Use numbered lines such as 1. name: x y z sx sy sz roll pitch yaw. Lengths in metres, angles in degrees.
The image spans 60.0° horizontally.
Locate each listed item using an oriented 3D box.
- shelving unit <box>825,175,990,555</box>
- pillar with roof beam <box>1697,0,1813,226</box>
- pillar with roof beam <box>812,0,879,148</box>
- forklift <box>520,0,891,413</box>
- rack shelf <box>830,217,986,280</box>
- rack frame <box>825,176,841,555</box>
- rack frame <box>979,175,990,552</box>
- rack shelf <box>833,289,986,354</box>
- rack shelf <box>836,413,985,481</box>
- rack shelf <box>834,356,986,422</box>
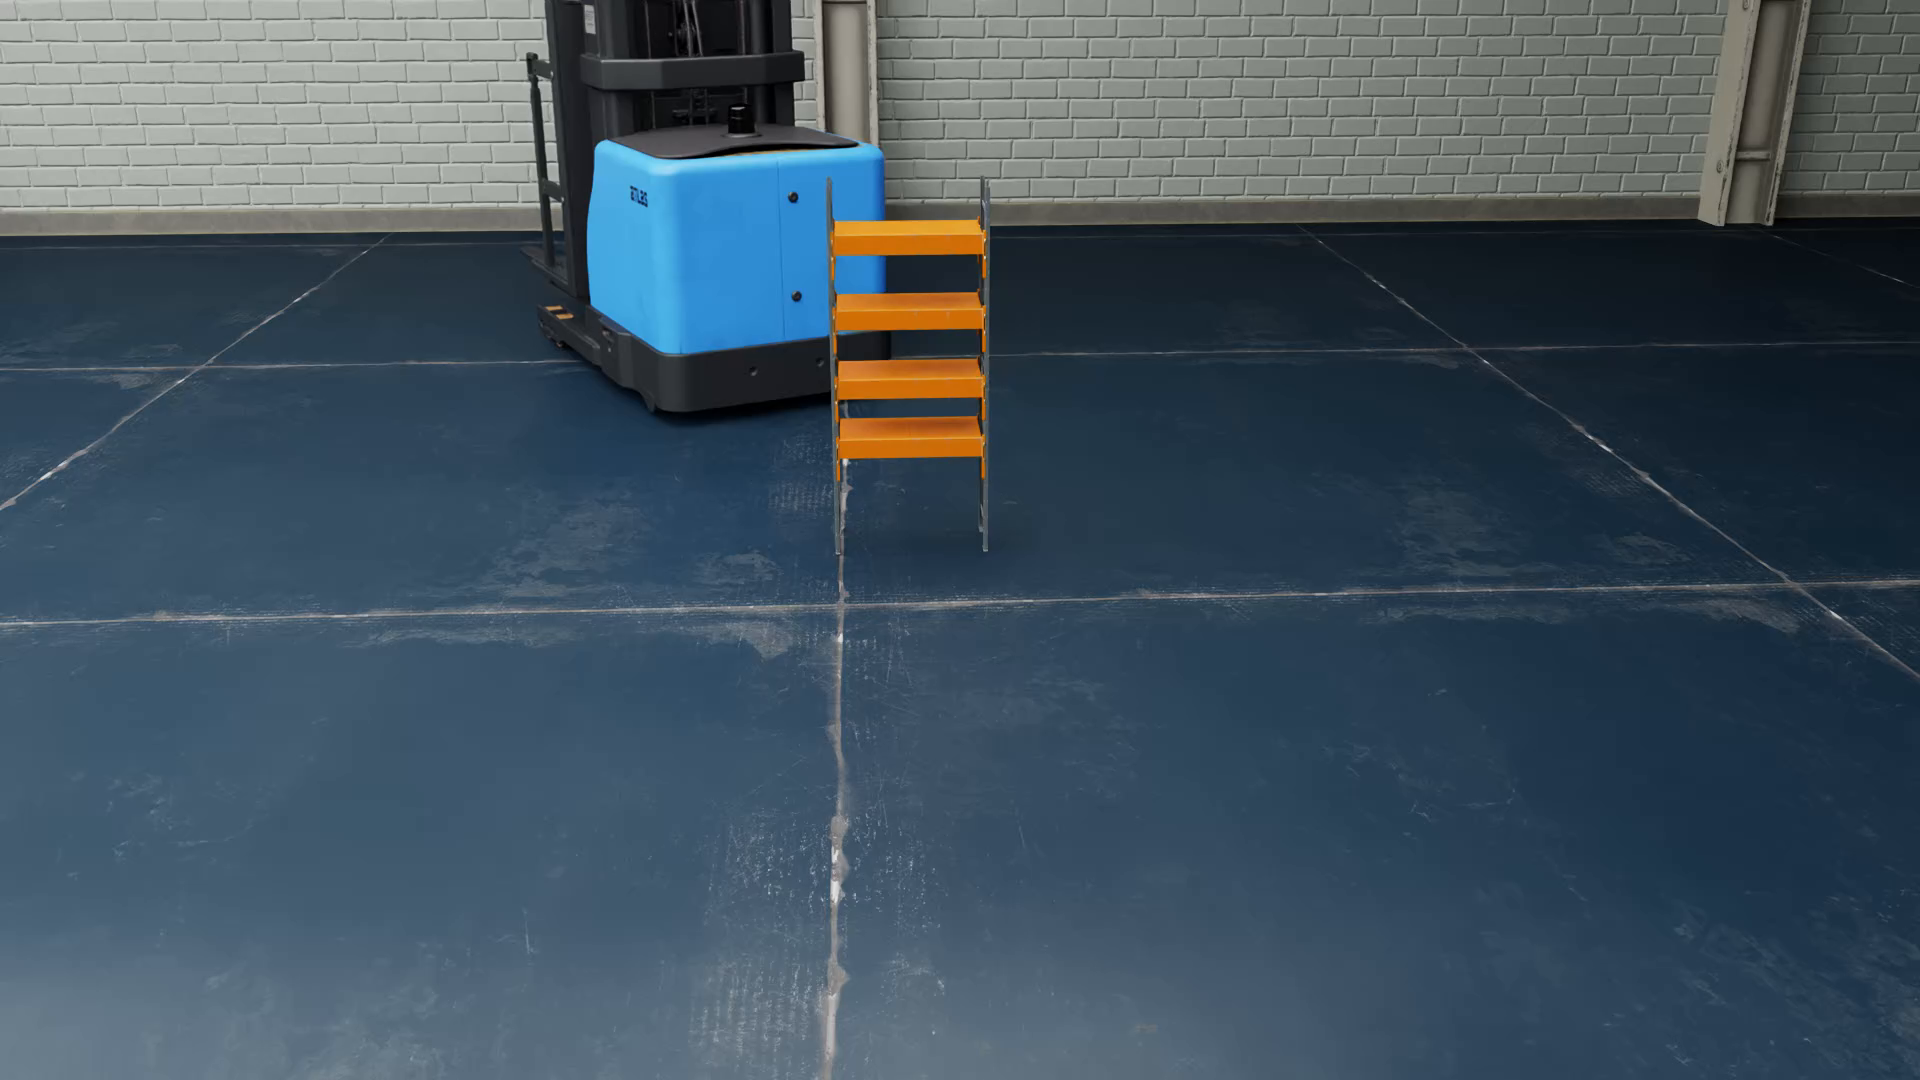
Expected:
1. shelving unit: -0.165 -0.557 5.399 0.503 1.200 0.258 -1 21 -3
2. pillar with roof beam: 5.511 -4.842 5.693 0.400 9.000 9.100 -1 21 -3
3. pillar with roof beam: -0.479 -4.721 5.372 0.400 9.000 9.100 -1 21 -3
4. forklift: -1.439 -2.372 7.733 1.130 2.935 3.031 -11 23 -26
5. rack shelf: -0.165 -0.925 5.259 0.480 0.148 0.258 -1 21 -3
6. rack frame: -0.409 -0.552 5.386 0.015 1.200 0.240 -1 21 -3
7. rack frame: 0.078 -0.562 5.412 0.015 1.200 0.240 -1 21 -3
8. rack shelf: -0.165 -0.704 5.343 0.480 0.148 0.258 -1 21 -3
9. rack shelf: -0.165 -0.309 5.493 0.480 0.148 0.258 -1 21 -3
10. rack shelf: -0.165 -0.495 5.423 0.480 0.148 0.258 -1 21 -3
